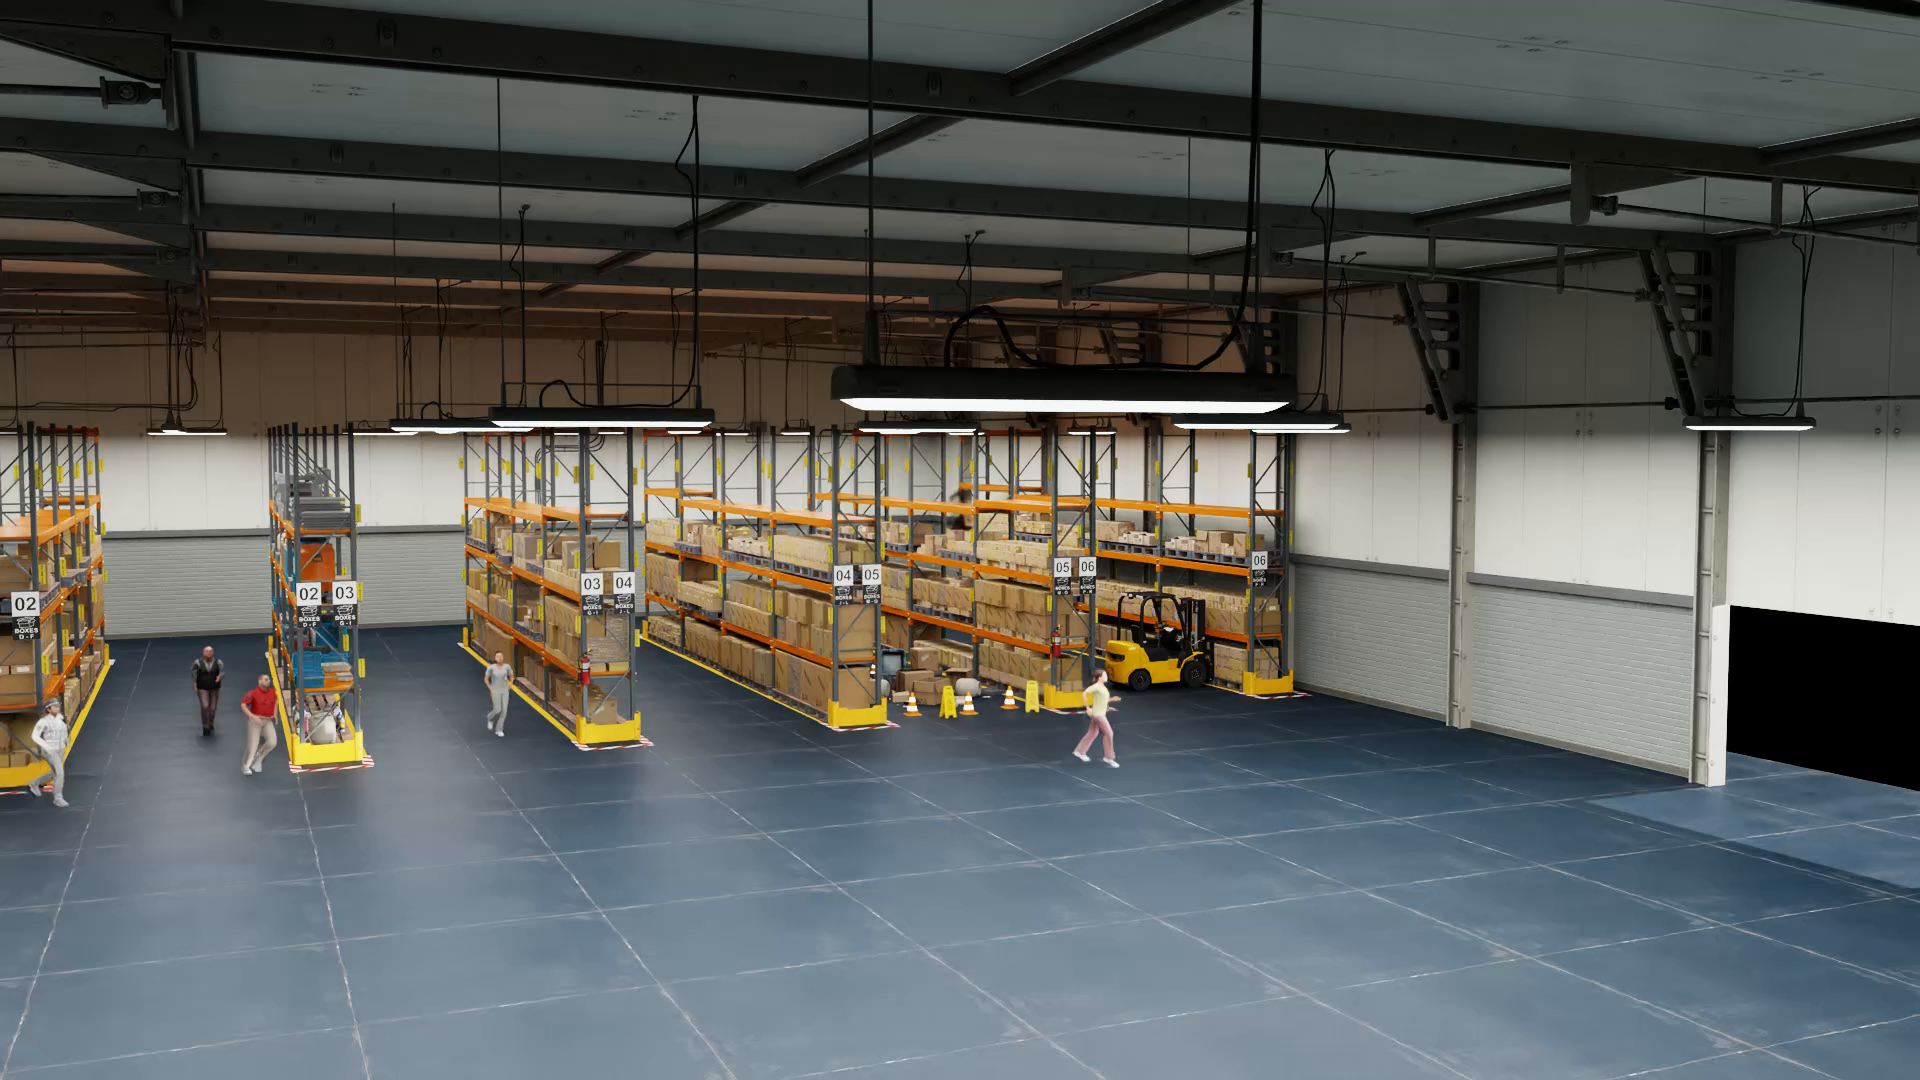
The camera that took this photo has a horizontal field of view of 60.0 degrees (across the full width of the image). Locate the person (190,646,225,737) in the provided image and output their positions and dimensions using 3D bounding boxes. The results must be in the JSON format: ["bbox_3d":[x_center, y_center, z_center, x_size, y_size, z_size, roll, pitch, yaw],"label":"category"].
[{"bbox_3d":[-14.515,2.920,32.140,0.579,1.759,0.864,-3,4,-36],"label":"person"}]

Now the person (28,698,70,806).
[{"bbox_3d":[-14.250,3.303,26.003,0.742,1.715,0.625,1,4,13],"label":"person"}]

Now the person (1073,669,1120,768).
[{"bbox_3d":[2.388,3.099,29.061,0.844,1.715,0.546,1,4,15],"label":"person"}]

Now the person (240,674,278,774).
[{"bbox_3d":[-11.955,3.143,28.527,0.579,1.675,0.726,3,4,38],"label":"person"}]

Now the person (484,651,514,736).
[{"bbox_3d":[-8.884,2.952,32.125,0.560,1.639,0.605,-2,4,-29],"label":"person"}]
